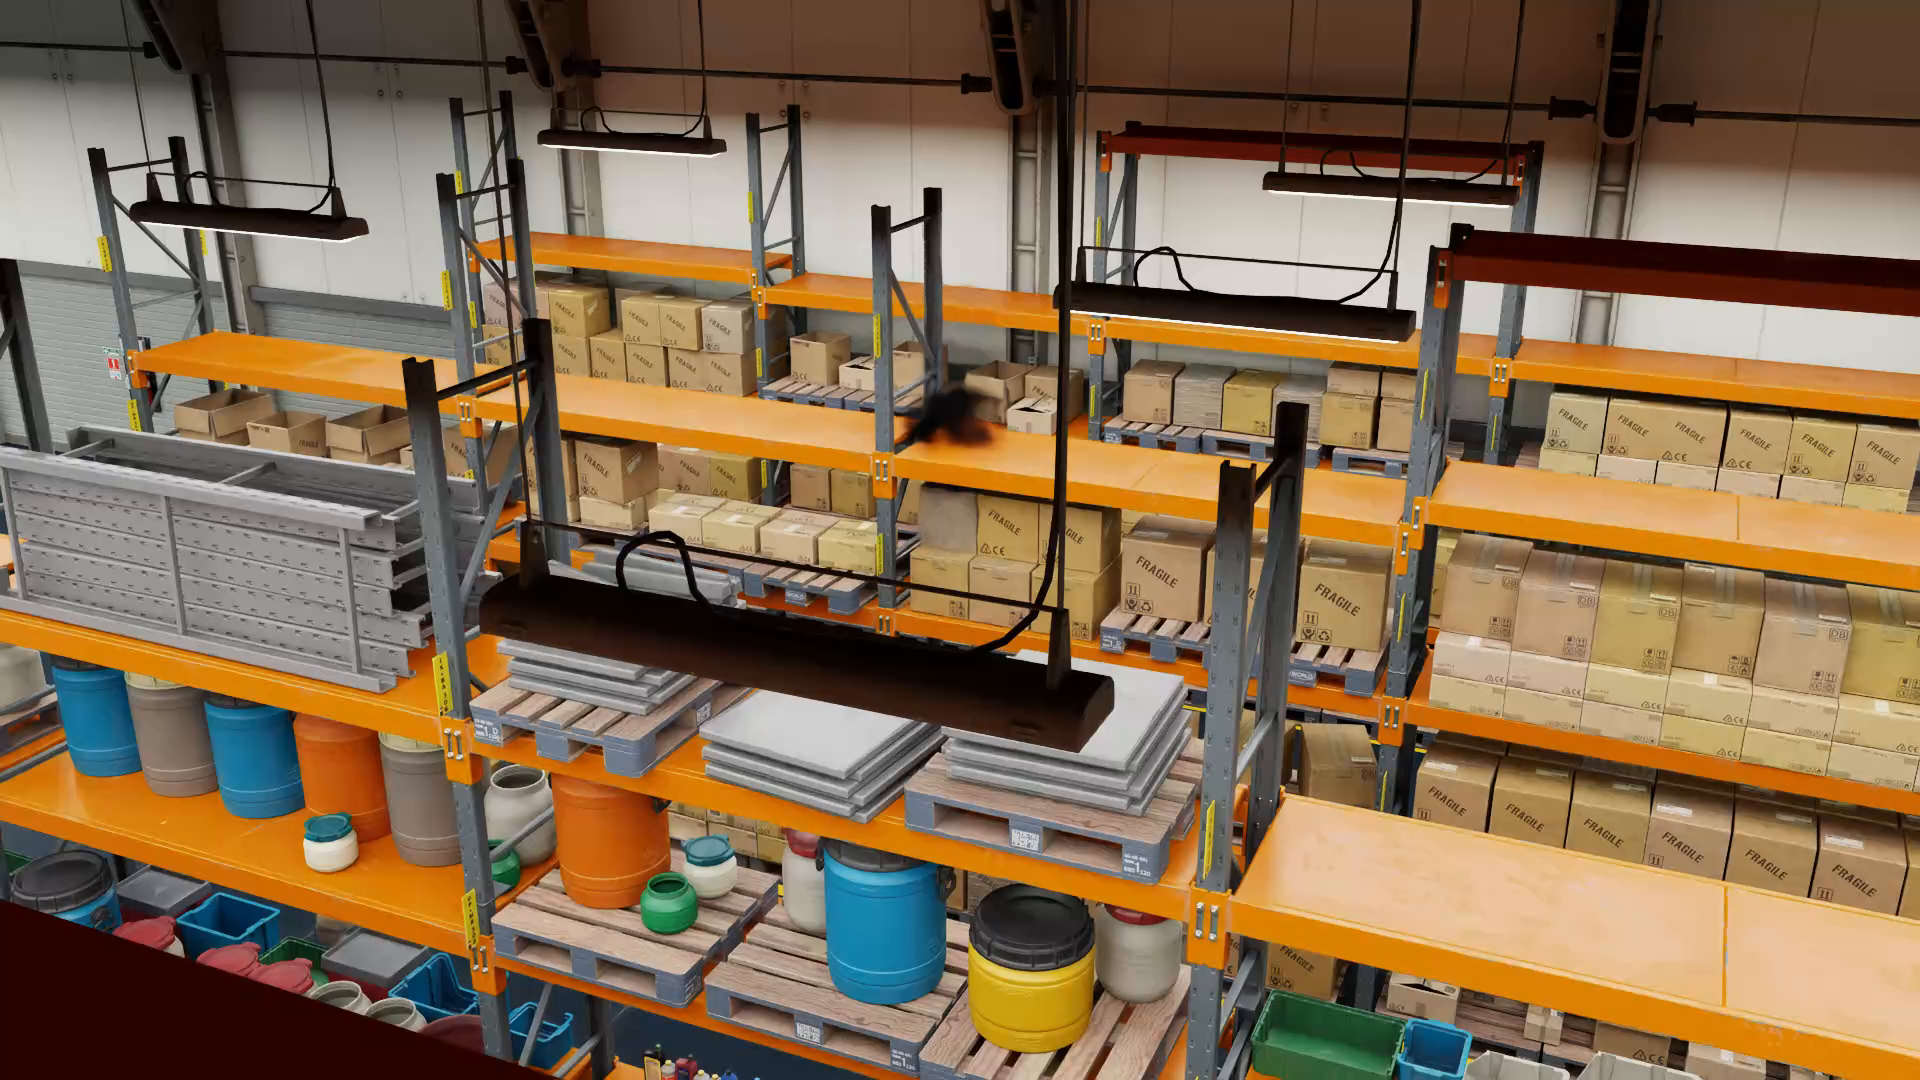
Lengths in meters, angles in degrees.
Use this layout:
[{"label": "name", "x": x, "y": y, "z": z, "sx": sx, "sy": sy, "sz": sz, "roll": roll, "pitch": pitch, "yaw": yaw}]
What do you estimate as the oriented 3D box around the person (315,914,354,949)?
[{"label": "person", "x": -4.692, "y": 2.741, "z": 12.856, "sx": 0.838, "sy": 1.771, "sz": 0.672, "roll": 6, "pitch": 21, "yaw": 15}]
